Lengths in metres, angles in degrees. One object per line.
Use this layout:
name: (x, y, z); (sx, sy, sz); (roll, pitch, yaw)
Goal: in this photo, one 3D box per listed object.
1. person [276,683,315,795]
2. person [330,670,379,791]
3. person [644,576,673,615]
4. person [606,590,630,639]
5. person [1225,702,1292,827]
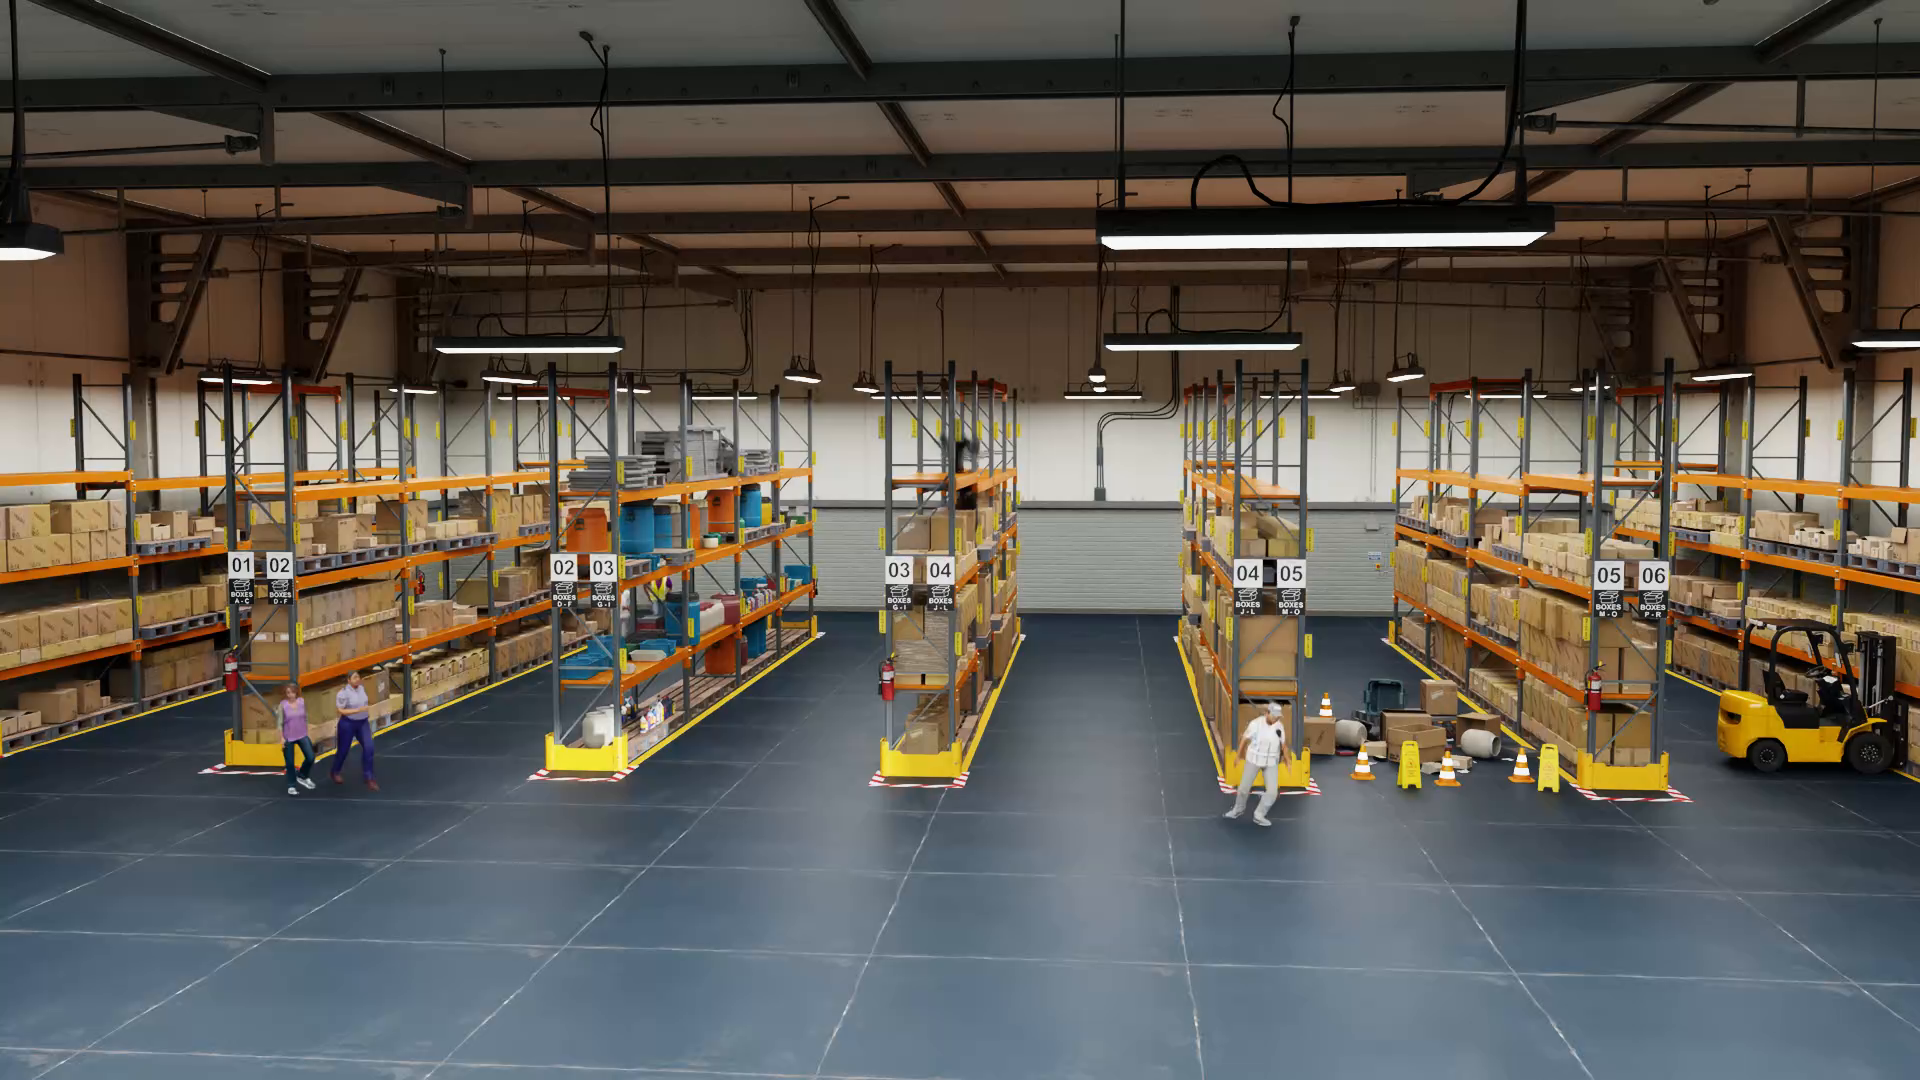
person: (-9.091, 2.724, 22.771); (0.521, 1.569, 0.578); (-2, 4, -33)
person: (-8.494, 2.636, 23.210); (0.869, 1.680, 0.576); (3, 5, 37)
person: (-7.346, 1.488, 40.494); (0.694, 1.716, 0.991); (-1, 4, -9)
person: (-7.525, 1.707, 36.729); (0.683, 1.752, 0.681); (0, 4, -2)
person: (3.790, 2.824, 21.074); (0.758, 1.590, 0.675); (-1, 4, -8)
